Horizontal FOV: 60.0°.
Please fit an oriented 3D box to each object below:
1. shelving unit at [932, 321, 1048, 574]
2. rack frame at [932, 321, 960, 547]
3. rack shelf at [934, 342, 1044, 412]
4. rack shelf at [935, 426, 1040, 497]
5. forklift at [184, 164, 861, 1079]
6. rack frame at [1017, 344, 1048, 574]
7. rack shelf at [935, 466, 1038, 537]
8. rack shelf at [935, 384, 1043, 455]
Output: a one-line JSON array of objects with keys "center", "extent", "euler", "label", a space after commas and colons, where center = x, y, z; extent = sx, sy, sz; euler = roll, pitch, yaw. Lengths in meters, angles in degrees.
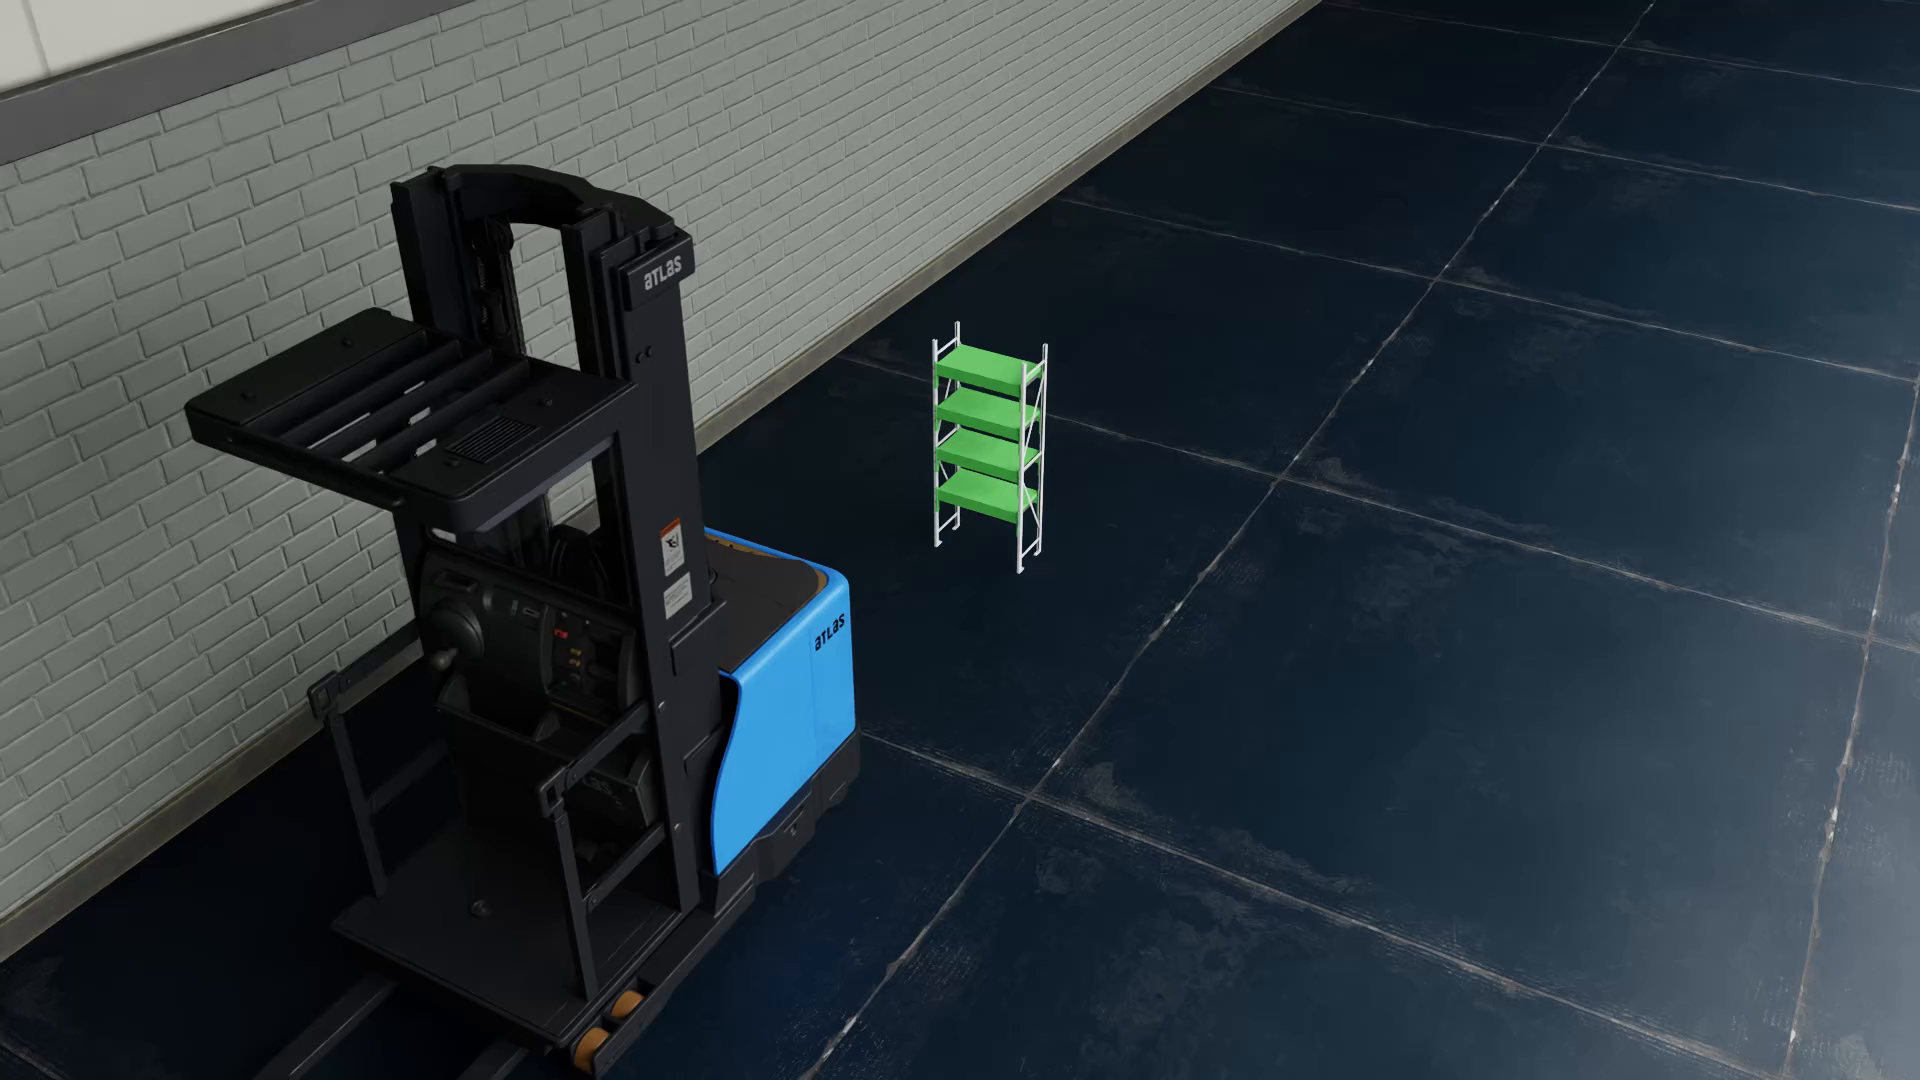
[{"center": [0.144, -0.454, 8.349], "extent": [0.503, 1.200, 0.258], "euler": [18, 37, 24], "label": "shelving unit"}, {"center": [-0.068, -0.521, 8.450], "extent": [0.015, 1.200, 0.240], "euler": [18, 37, 24], "label": "rack frame"}, {"center": [0.144, -0.800, 8.118], "extent": [0.480, 0.148, 0.258], "euler": [18, 37, 24], "label": "rack shelf"}, {"center": [0.144, -0.401, 8.384], "extent": [0.480, 0.148, 0.258], "euler": [18, 37, 24], "label": "rack shelf"}, {"center": [-1.583, 0.389, 5.521], "extent": [1.130, 2.935, 3.031], "euler": [17, 37, 24], "label": "forklift"}, {"center": [0.356, -0.387, 8.248], "extent": [0.015, 1.200, 0.240], "euler": [18, 37, 24], "label": "rack frame"}, {"center": [0.144, -0.201, 8.518], "extent": [0.480, 0.148, 0.258], "euler": [18, 37, 24], "label": "rack shelf"}, {"center": [0.144, -0.600, 8.251], "extent": [0.480, 0.148, 0.258], "euler": [18, 37, 24], "label": "rack shelf"}]
